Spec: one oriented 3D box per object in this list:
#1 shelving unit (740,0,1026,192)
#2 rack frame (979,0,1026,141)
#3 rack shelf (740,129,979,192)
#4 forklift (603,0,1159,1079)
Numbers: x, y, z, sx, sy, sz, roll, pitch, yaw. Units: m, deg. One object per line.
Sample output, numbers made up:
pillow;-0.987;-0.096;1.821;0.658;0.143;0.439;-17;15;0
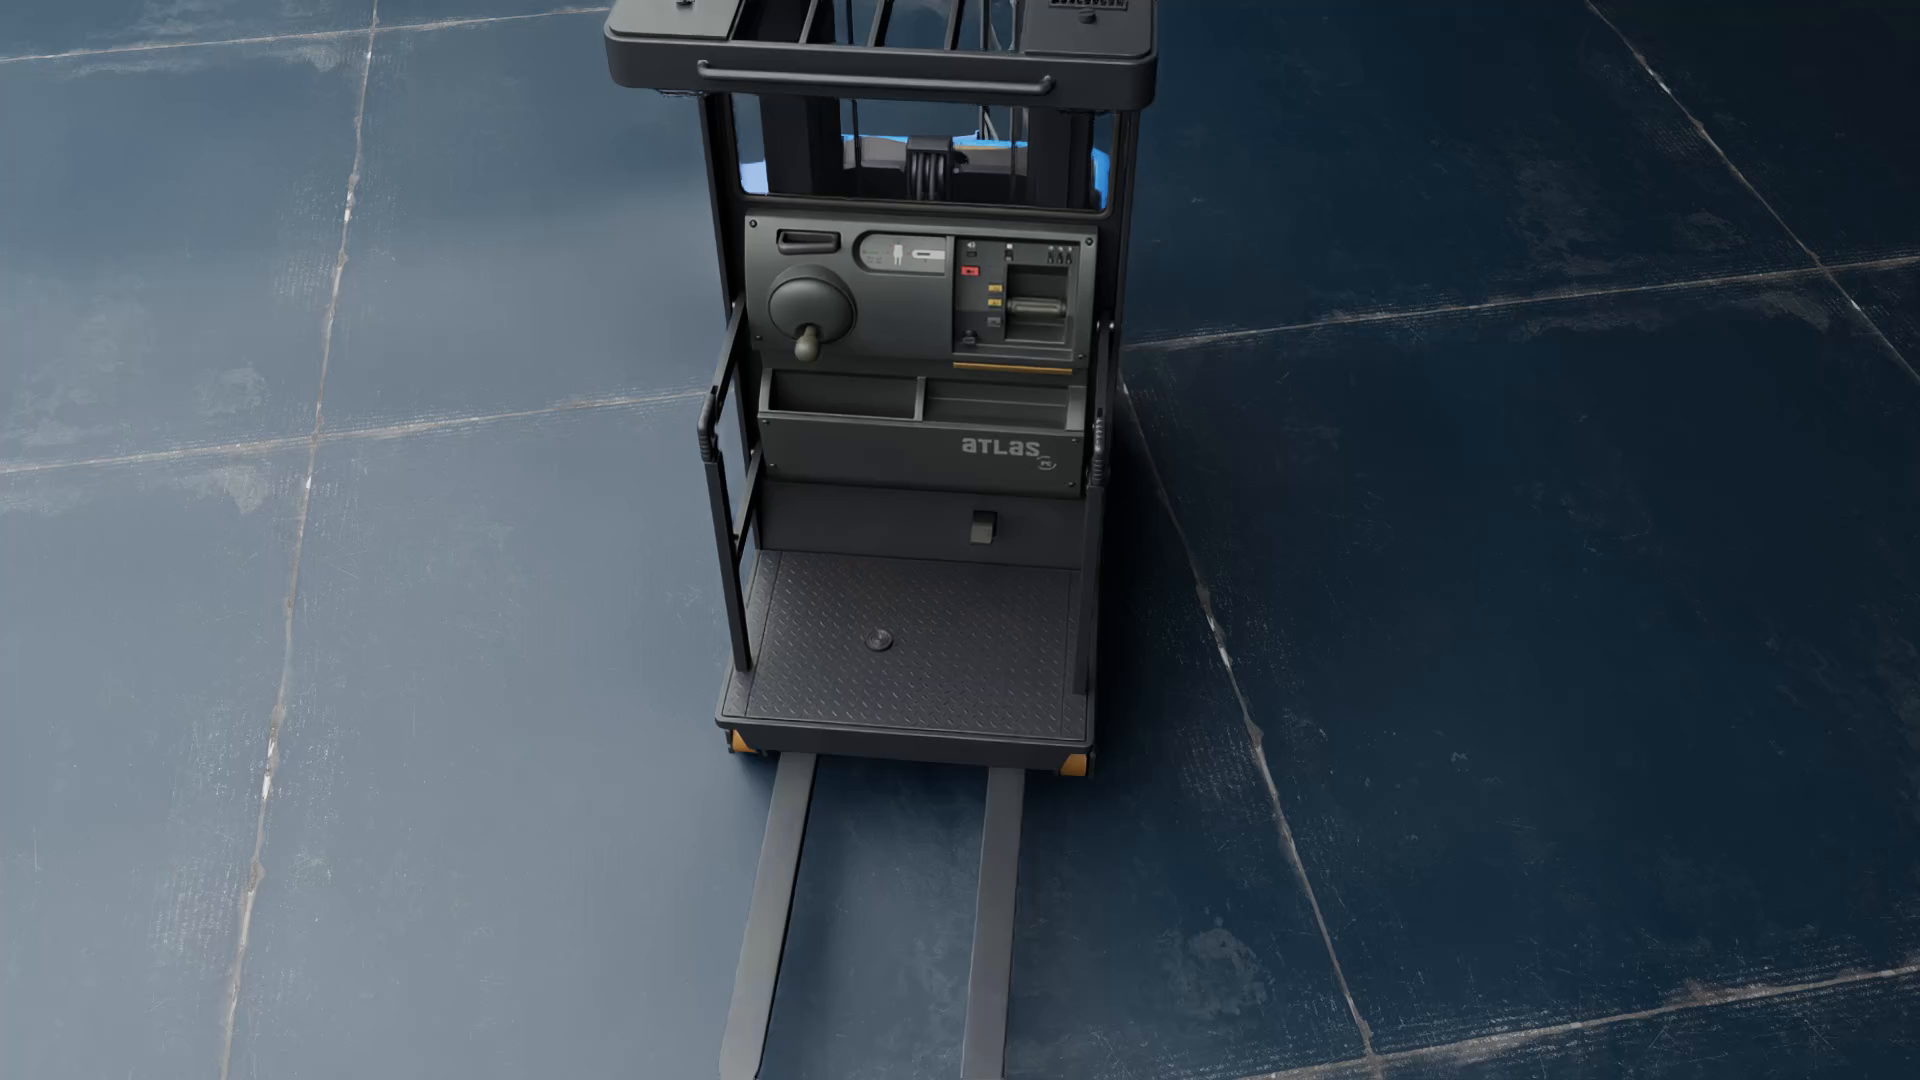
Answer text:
shelving unit;-0.351;-1.366;6.025;1.048;1.500;0.538;-9;47;-9
rack frame;0.144;-1.448;6.104;0.032;1.500;0.500;-9;47;-9
rack shelf;-0.351;-1.241;6.154;1.000;0.185;0.538;-9;47;-9
forklift;-0.123;-0.560;4.254;1.130;2.935;3.031;4;46;4
